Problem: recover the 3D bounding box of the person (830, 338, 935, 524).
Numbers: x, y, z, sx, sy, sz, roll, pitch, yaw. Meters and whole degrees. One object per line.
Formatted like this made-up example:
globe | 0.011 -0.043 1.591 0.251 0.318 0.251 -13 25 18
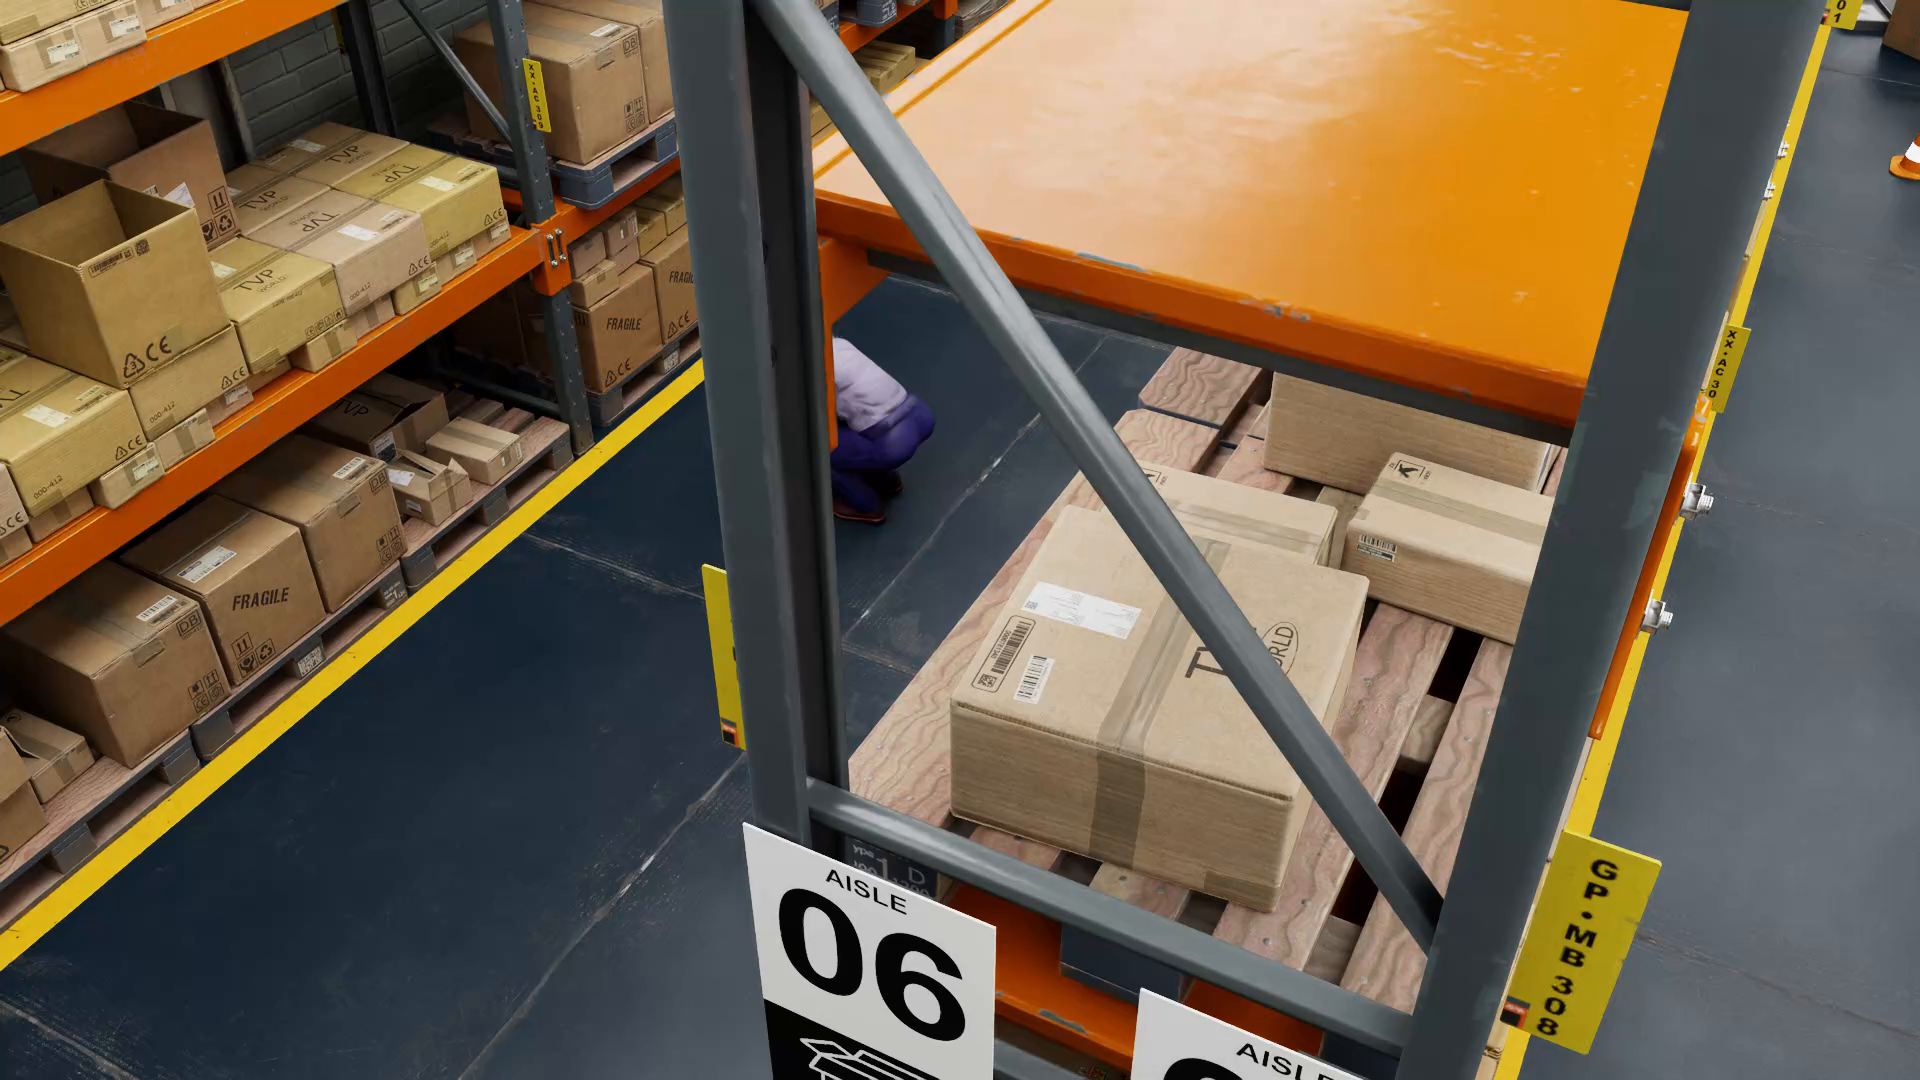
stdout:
person | -0.547 -0.584 7.984 0.830 0.943 0.516 18 42 21
